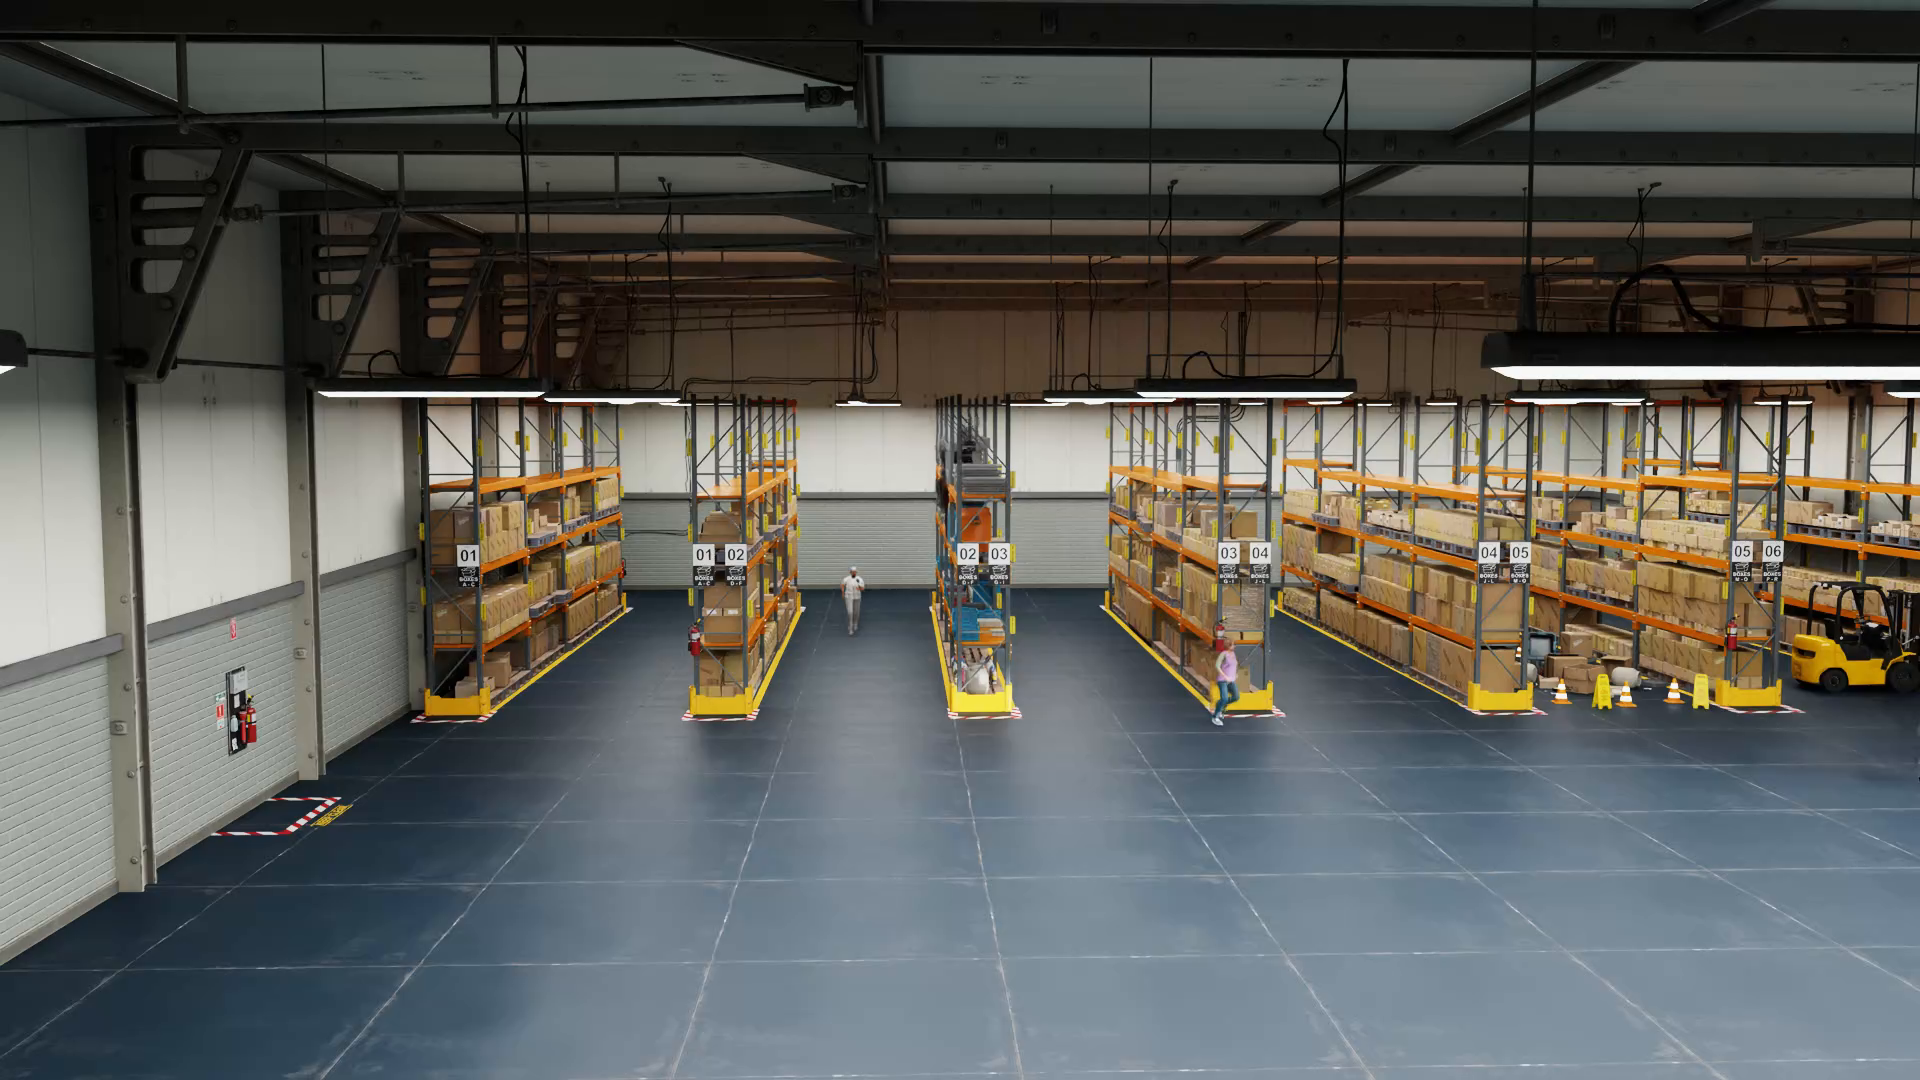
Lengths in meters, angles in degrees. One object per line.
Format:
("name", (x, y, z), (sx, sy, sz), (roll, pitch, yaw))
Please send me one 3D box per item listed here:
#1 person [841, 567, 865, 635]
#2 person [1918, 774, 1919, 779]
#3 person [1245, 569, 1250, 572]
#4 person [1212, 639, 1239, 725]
("person", (-2.736, 1.541, 42.608), (0.582, 1.726, 0.775), (-1, 5, -12))
("person", (14.916, 2.913, 25.055), (0.641, 1.759, 0.777), (-4, 6, -42))
("person", (8.366, 1.101, 48.090), (0.714, 1.674, 0.876), (4, 6, 40))
("person", (4.887, 2.578, 30.313), (0.600, 1.549, 0.468), (-4, 6, -41))
